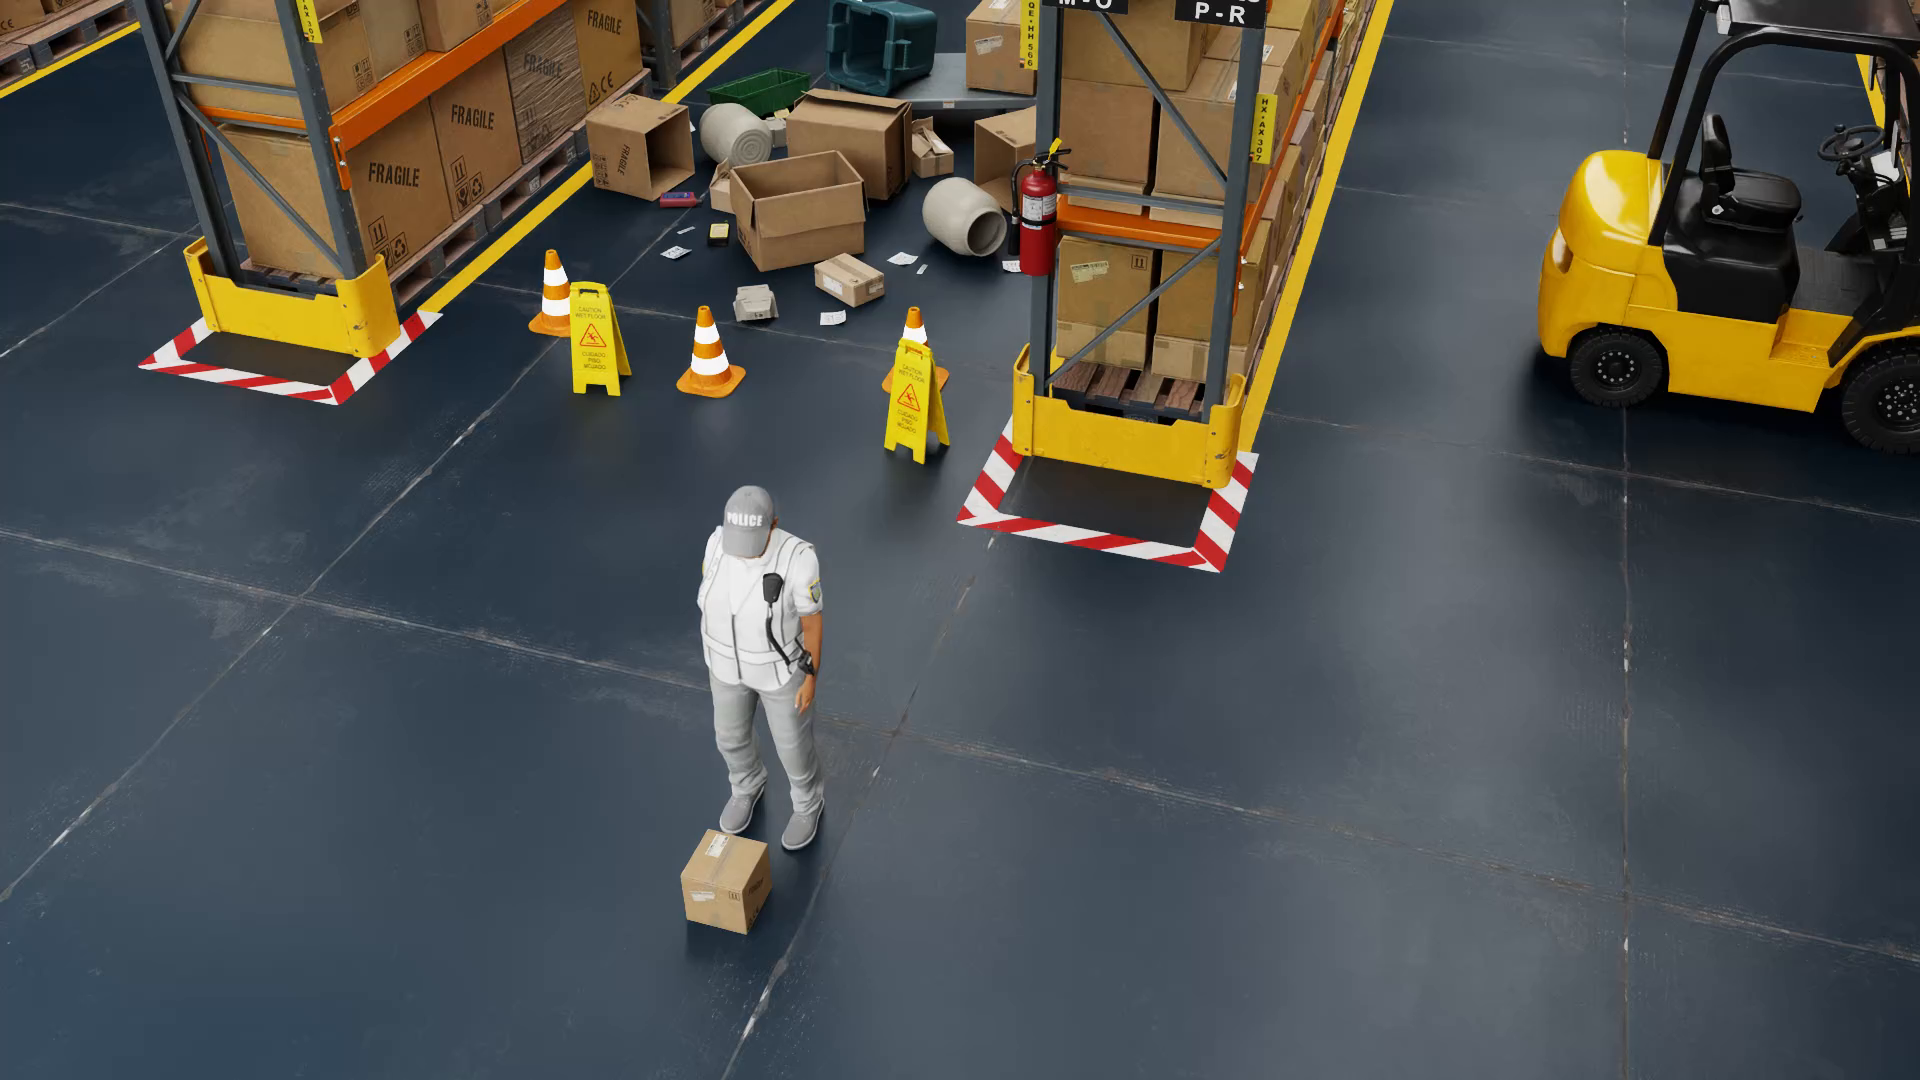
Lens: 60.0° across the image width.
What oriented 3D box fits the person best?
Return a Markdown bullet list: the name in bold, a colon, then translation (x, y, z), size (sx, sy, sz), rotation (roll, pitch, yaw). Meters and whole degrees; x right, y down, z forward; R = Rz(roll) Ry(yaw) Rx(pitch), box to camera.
- **person**: translation (-0.733, 0.477, 6.274), size (0.473, 1.655, 0.389), rotation (11, 39, 15)
